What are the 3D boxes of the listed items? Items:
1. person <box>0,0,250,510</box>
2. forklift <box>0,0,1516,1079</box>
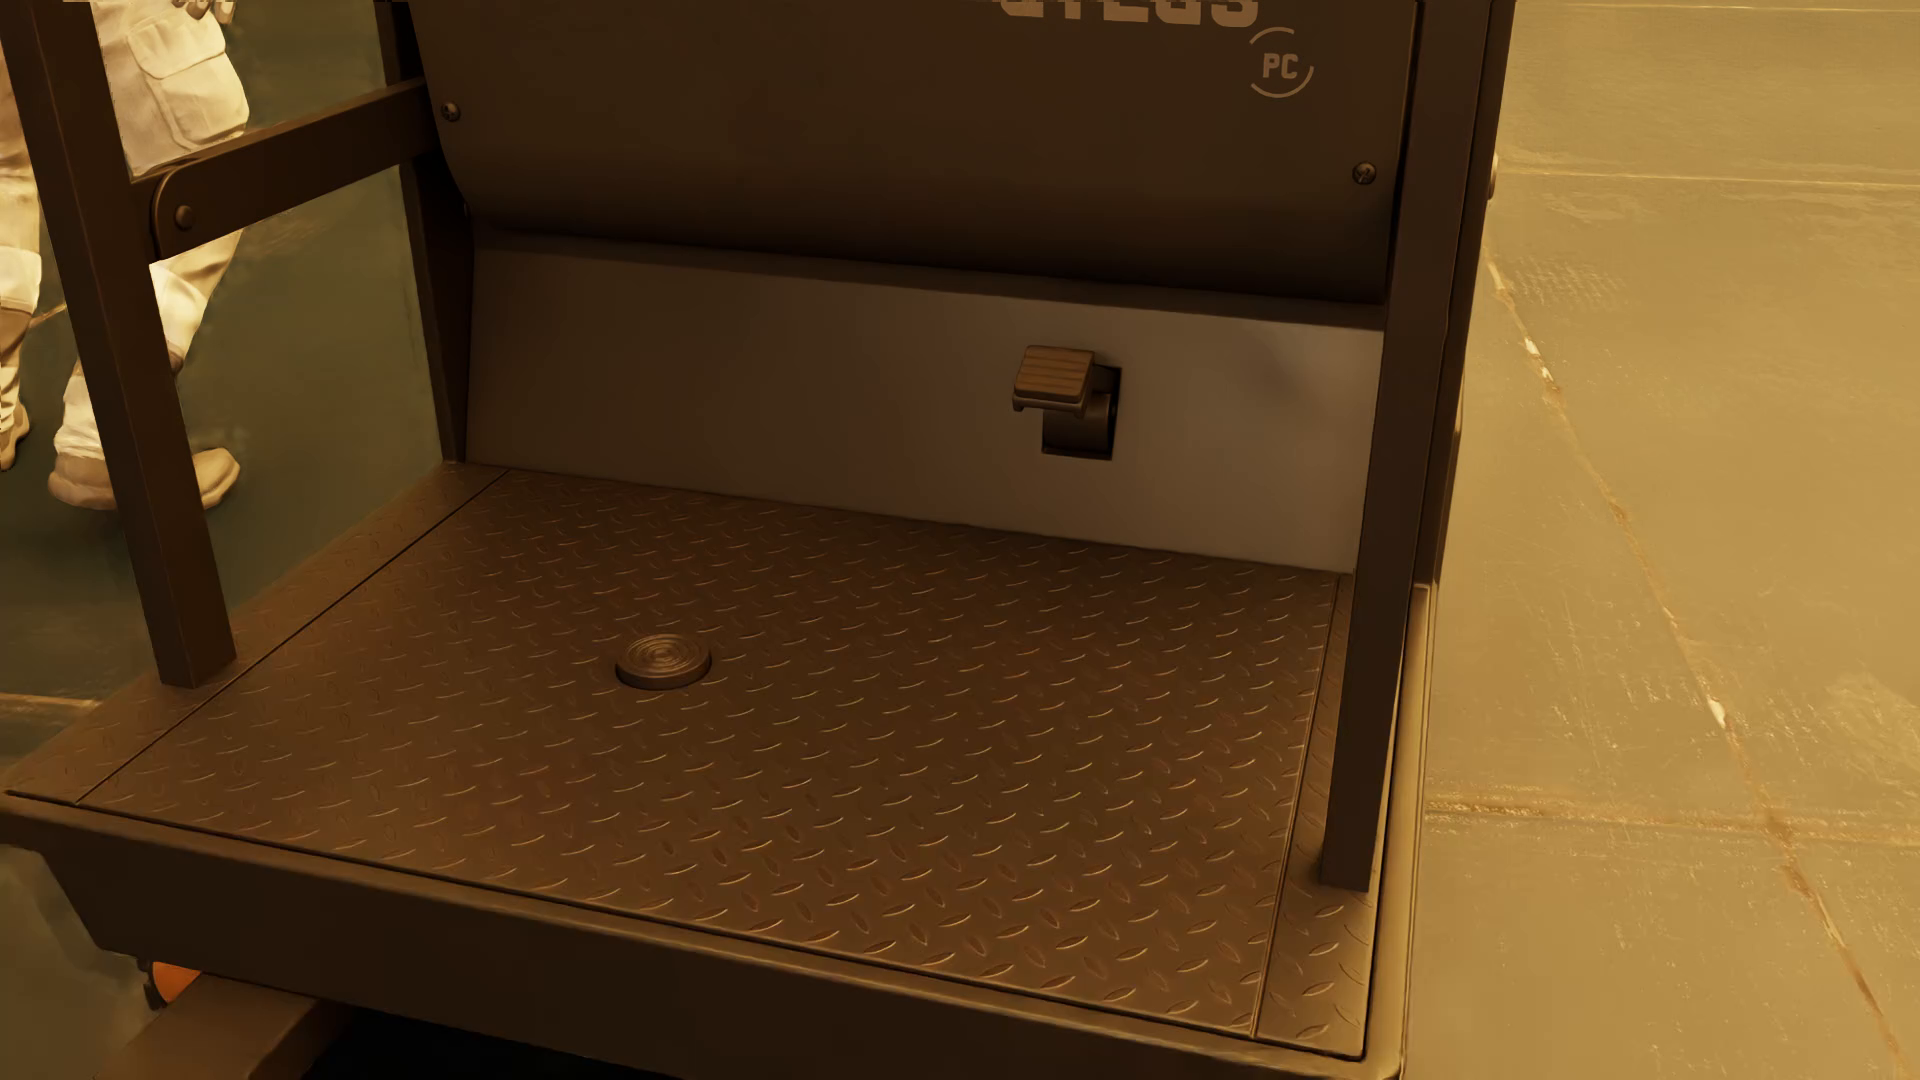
[{"bbox_3d":[-1.357,-0.871,2.341,0.894,1.702,0.493,9,28,17],"label":"person"},{"bbox_3d":[-0.120,-0.925,1.071,1.130,2.935,3.031,7,27,14],"label":"forklift"}]
